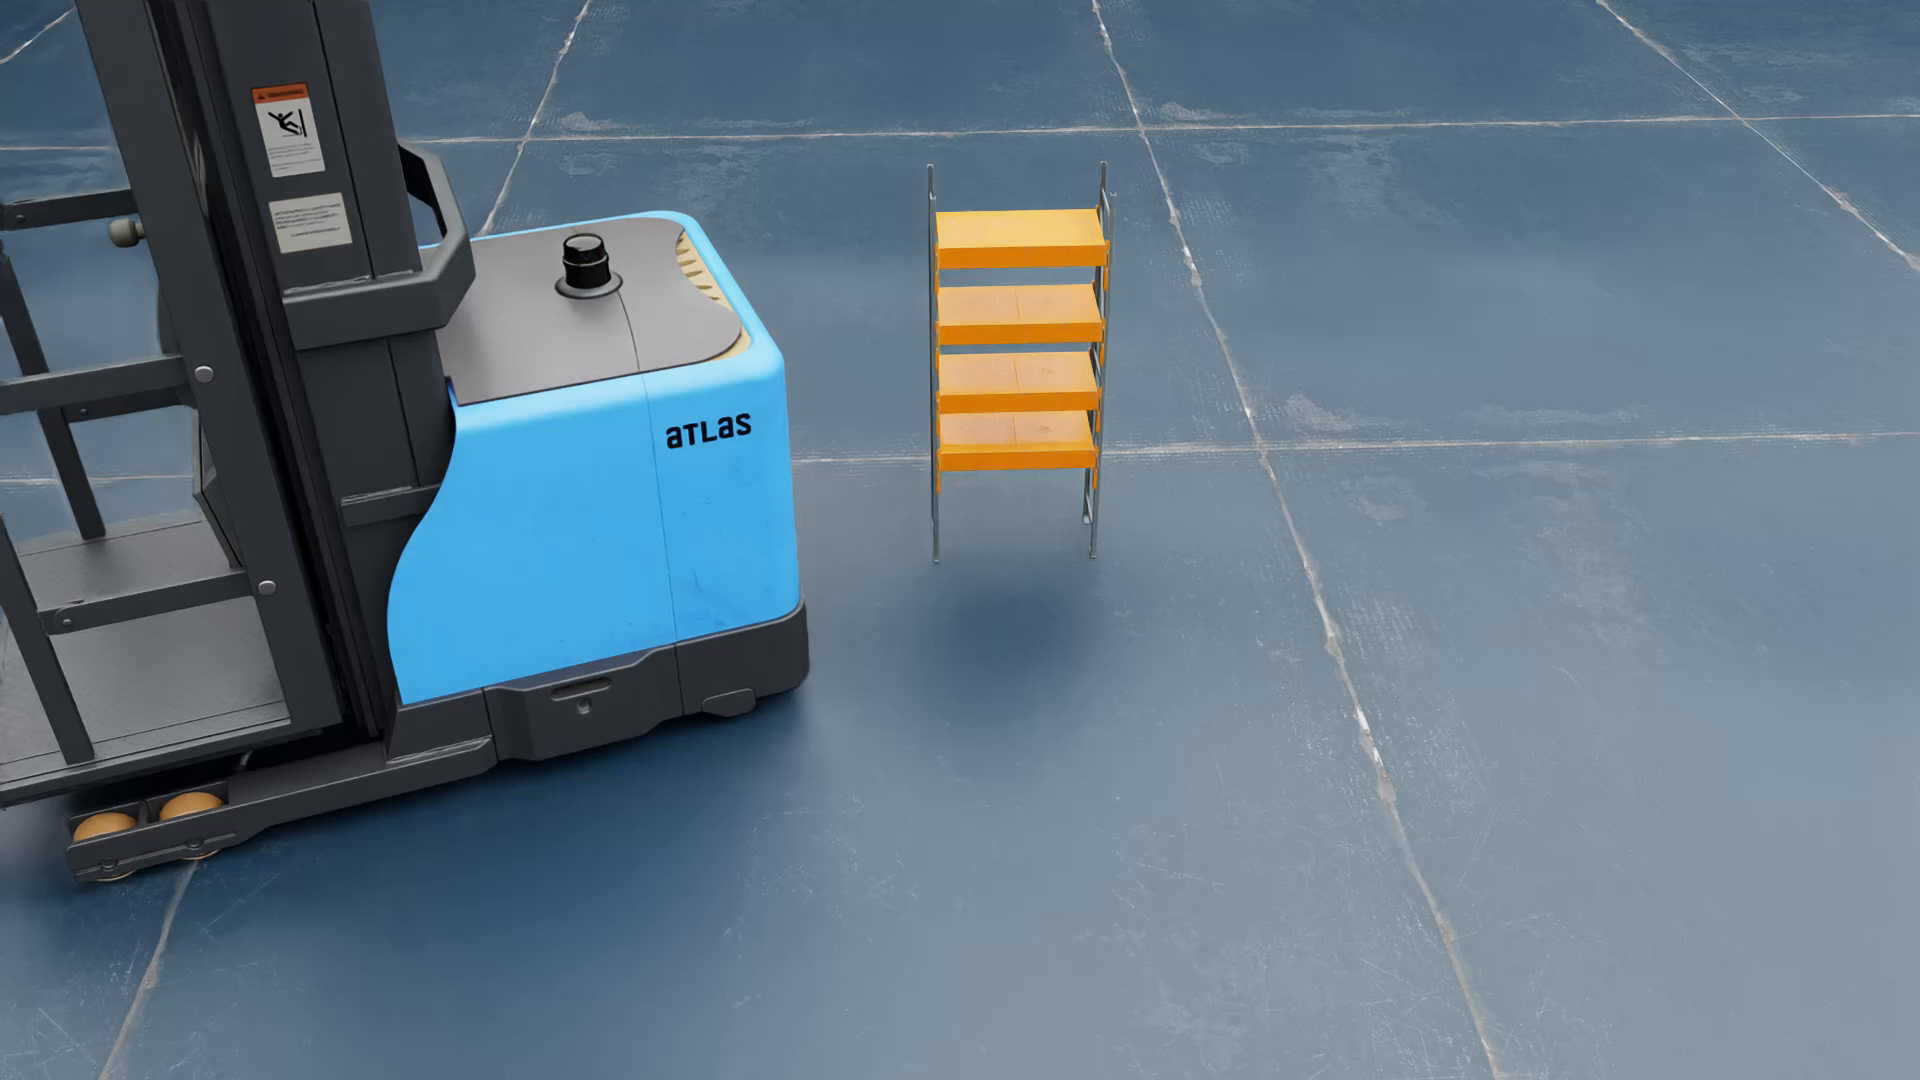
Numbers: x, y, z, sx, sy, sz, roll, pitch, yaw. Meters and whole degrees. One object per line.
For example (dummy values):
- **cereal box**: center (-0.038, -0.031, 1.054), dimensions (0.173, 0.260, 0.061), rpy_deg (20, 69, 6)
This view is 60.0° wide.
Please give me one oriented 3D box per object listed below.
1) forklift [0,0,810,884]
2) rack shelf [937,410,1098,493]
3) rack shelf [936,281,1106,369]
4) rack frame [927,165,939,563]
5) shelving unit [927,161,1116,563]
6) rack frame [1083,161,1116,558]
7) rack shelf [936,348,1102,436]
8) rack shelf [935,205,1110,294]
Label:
- **forklift**: center (-1.987, -0.717, 3.710), dimensions (3.031, 2.935, 1.130), rpy_deg (-13, 37, -18)
- **rack shelf**: center (0.165, -0.279, 5.066), dimensions (0.480, 0.148, 0.258), rpy_deg (-2, 35, -2)
- **rack shelf**: center (0.165, -0.626, 4.826), dimensions (0.480, 0.148, 0.258), rpy_deg (-2, 35, -2)
- **rack frame**: center (-0.078, -0.491, 4.905), dimensions (0.015, 1.200, 0.240), rpy_deg (-2, 35, -2)
- **shelving unit**: center (0.165, -0.498, 4.915), dimensions (0.503, 1.200, 0.258), rpy_deg (-2, 35, -2)
- **rack frame**: center (0.409, -0.504, 4.924), dimensions (0.015, 1.200, 0.240), rpy_deg (-2, 35, -2)
- **rack shelf**: center (0.165, -0.443, 4.953), dimensions (0.480, 0.148, 0.258), rpy_deg (-2, 35, -2)
- **rack shelf**: center (0.165, -0.821, 4.691), dimensions (0.480, 0.148, 0.258), rpy_deg (-2, 35, -2)
